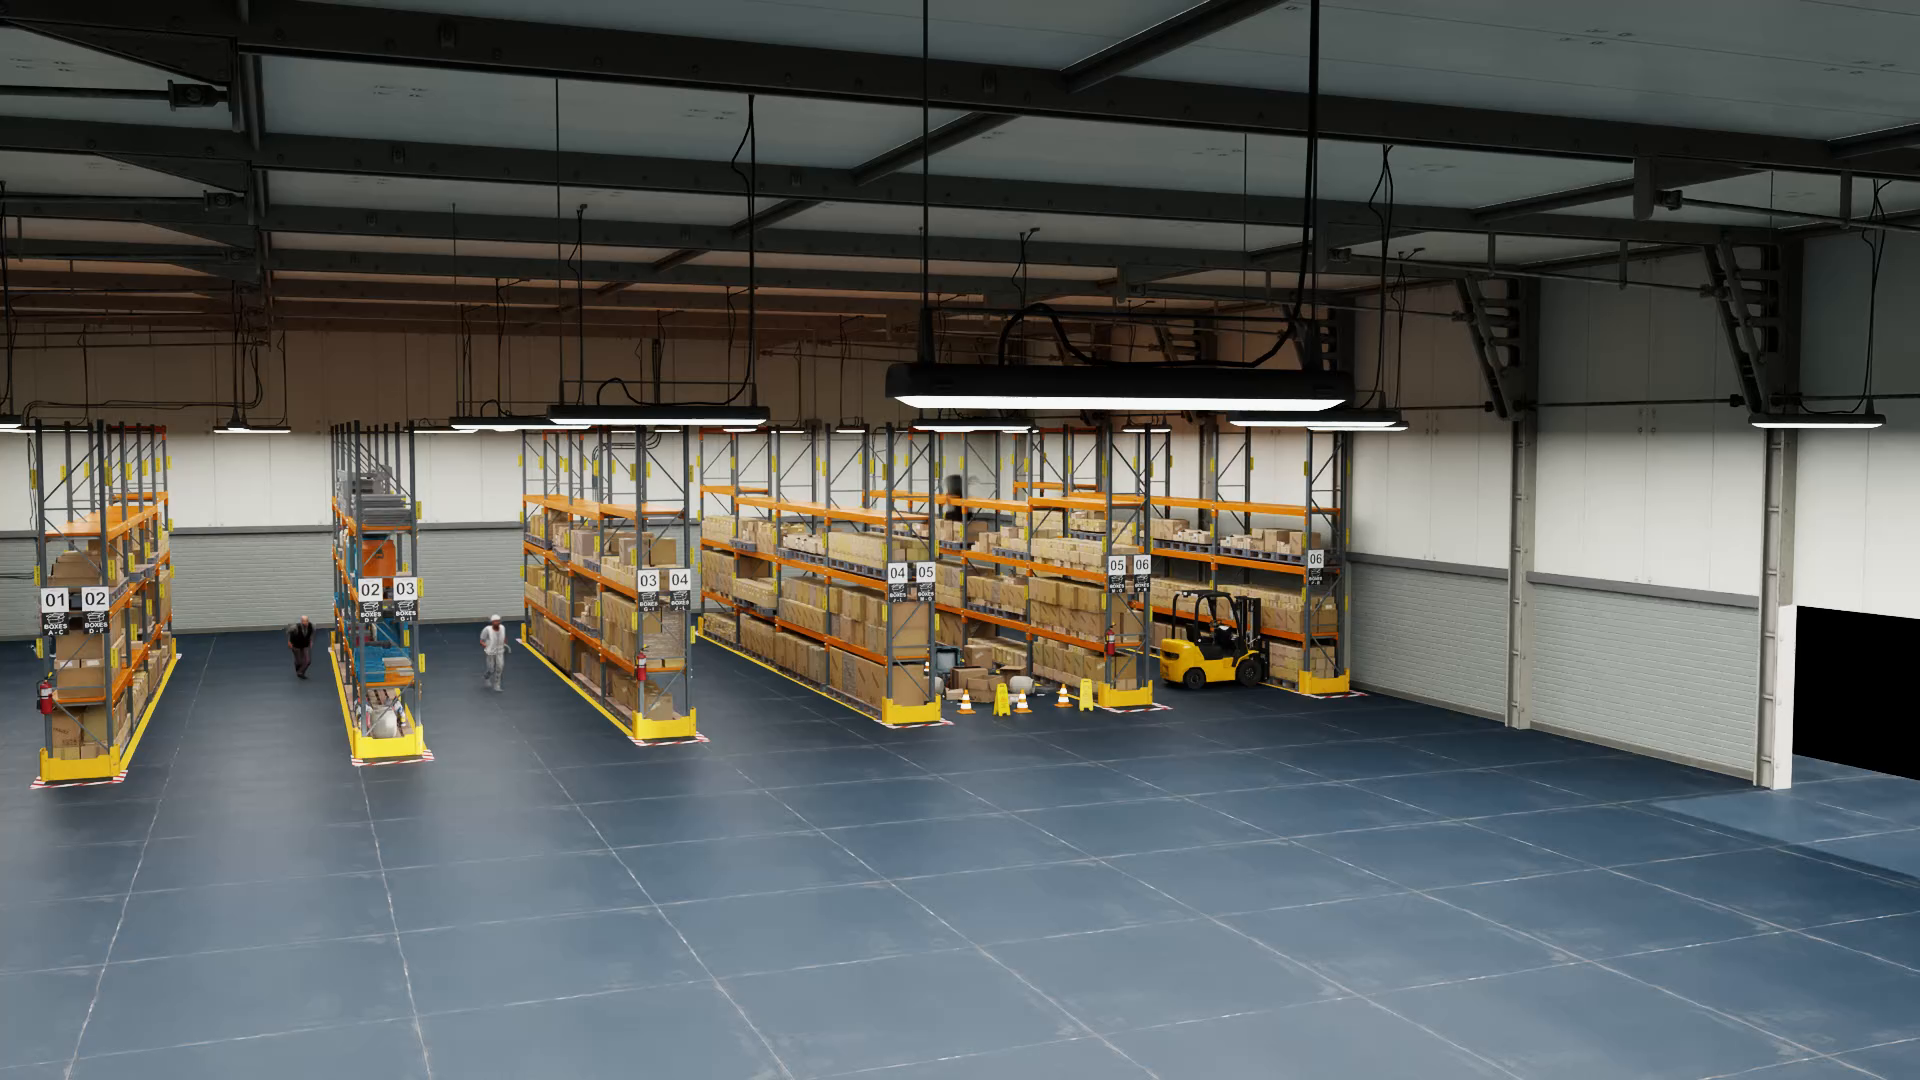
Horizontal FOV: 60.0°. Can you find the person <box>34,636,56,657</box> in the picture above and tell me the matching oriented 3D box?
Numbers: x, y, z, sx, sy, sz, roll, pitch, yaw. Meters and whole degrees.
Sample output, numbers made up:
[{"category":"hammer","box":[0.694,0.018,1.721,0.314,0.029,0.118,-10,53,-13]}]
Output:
[{"category":"person","box":[-23.506,2.262,42.865,0.678,1.562,0.533,-1,4,-19]}]

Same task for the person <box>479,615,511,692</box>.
[{"category":"person","box":[-10.506,2.525,37.393,0.685,1.731,0.787,-3,4,-36]}]

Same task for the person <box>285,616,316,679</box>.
[{"category":"person","box":[-15.543,2.522,39.153,0.677,1.531,0.882,-3,5,-38]}]
